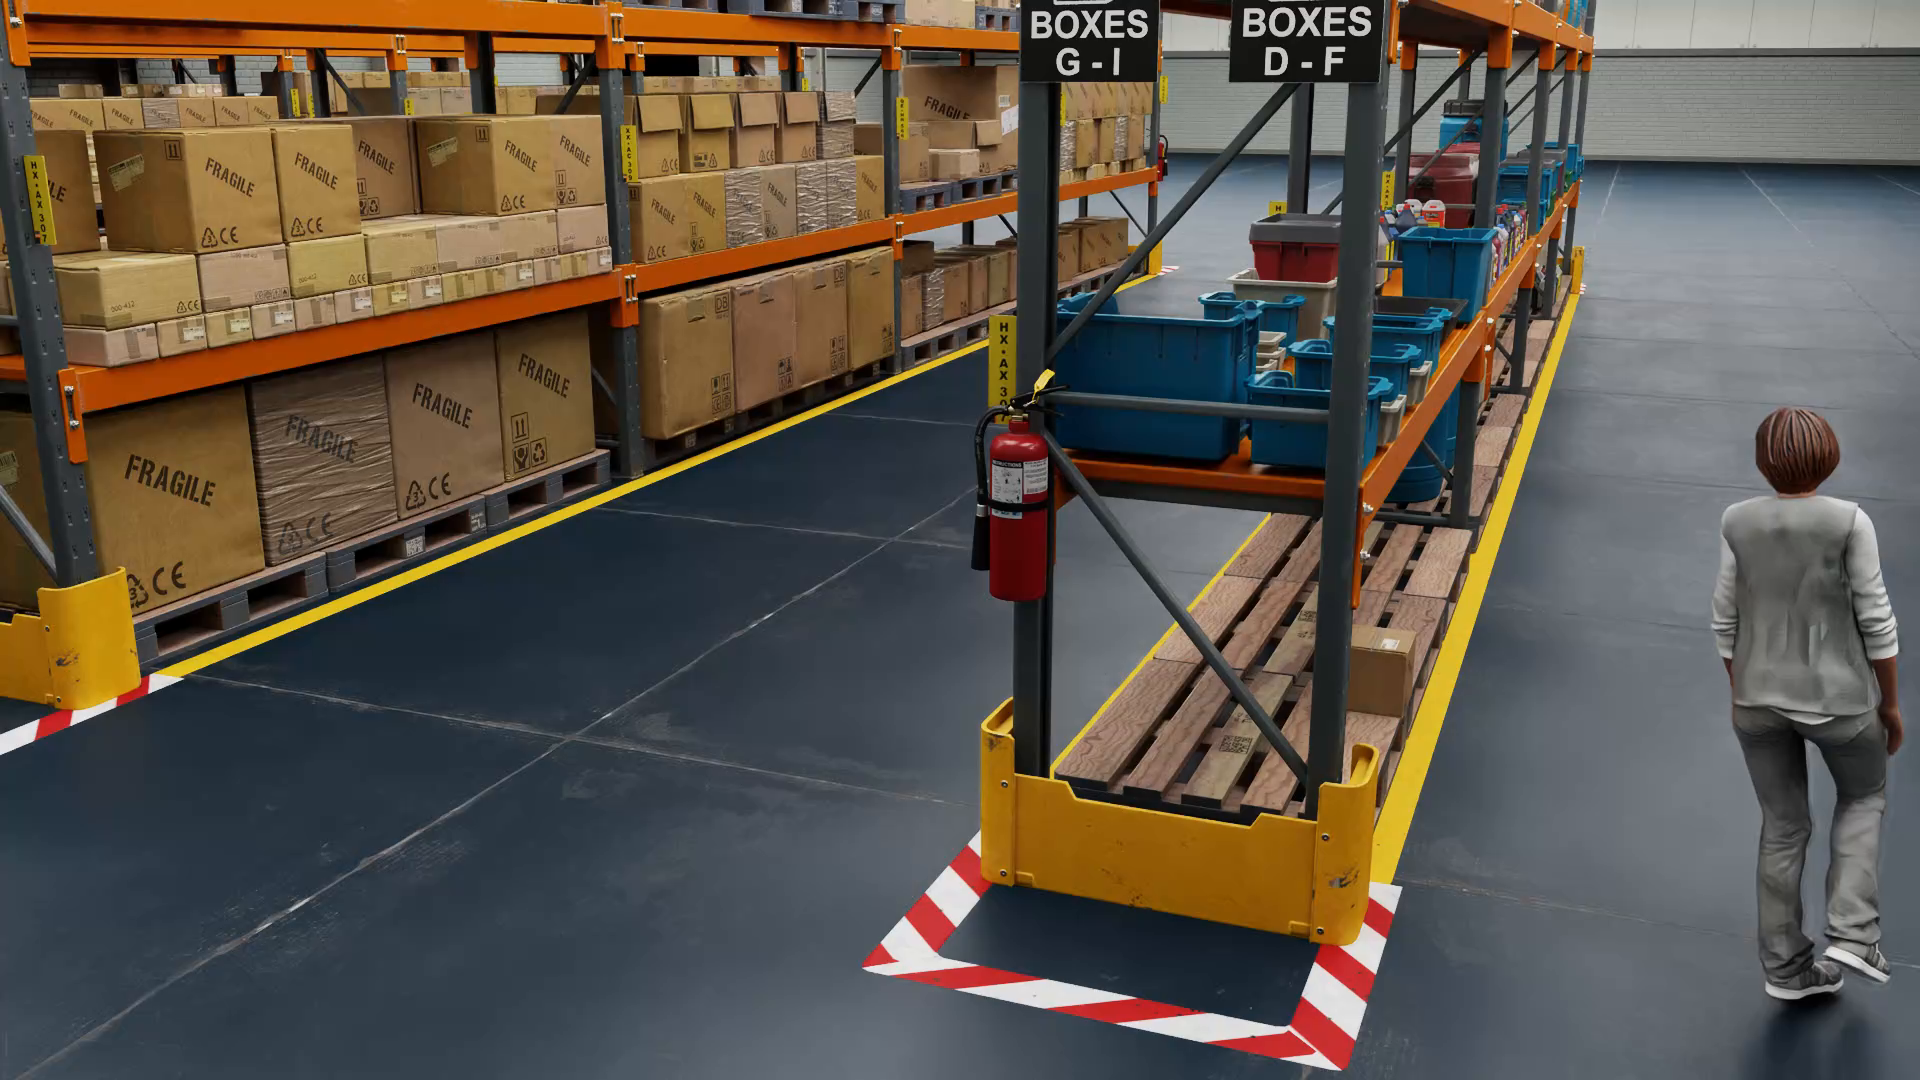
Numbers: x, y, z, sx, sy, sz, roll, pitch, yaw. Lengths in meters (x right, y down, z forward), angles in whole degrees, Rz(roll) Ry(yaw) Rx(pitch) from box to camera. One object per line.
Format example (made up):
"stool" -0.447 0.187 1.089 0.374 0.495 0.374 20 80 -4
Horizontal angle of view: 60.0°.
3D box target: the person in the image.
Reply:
"person" 2.262 0.444 4.412 0.549 1.582 0.409 14 21 41
